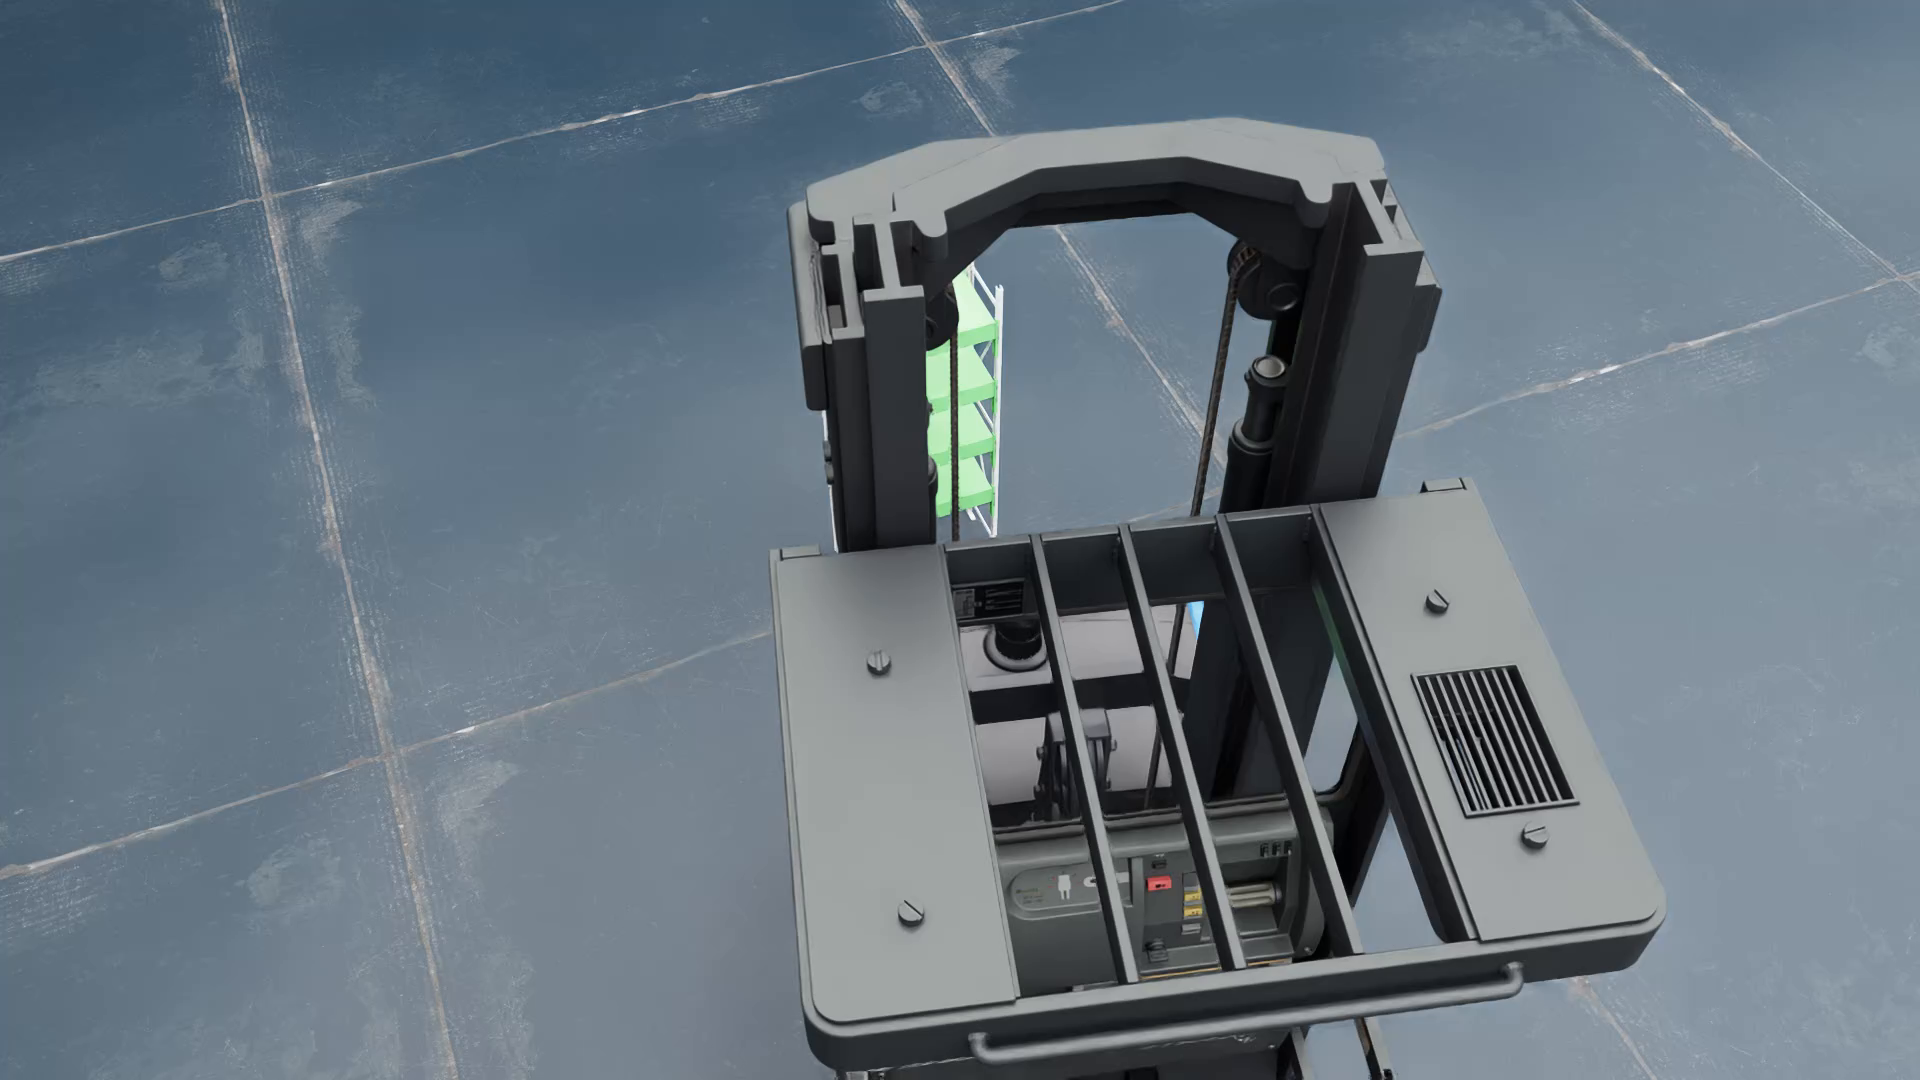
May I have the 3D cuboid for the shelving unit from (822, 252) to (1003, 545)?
[{"bbox_3d":[-0.153,-0.343,5.254,0.503,1.200,0.258,-17,52,-14],"label":"shelving unit"}]

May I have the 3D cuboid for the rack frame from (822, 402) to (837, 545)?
[{"bbox_3d":[-0.379,-0.273,5.194,0.015,1.200,0.240,-17,52,-14],"label":"rack frame"}]

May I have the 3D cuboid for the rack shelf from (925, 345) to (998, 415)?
[{"bbox_3d":[-0.153,-0.458,5.120,0.480,0.148,0.258,-17,52,-14],"label":"rack shelf"}]

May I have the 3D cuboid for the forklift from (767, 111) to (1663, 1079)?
[{"bbox_3d":[0.291,0.844,3.093,1.130,2.935,3.031,-6,50,-5],"label":"forklift"}]

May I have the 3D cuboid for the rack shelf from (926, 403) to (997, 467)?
[{"bbox_3d":[-0.153,-0.302,5.303,0.480,0.148,0.258,-17,52,-14],"label":"rack shelf"}]

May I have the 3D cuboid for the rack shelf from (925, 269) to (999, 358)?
[{"bbox_3d":[-0.153,-0.615,4.938,0.480,0.148,0.258,-17,52,-14],"label":"rack shelf"}]

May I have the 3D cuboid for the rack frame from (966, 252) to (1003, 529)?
[{"bbox_3d":[0.073,-0.413,5.314,0.015,1.200,0.240,-17,52,-14],"label":"rack frame"}]

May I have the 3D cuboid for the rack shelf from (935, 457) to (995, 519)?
[{"bbox_3d":[-0.153,-0.145,5.485,0.480,0.148,0.258,-17,52,-14],"label":"rack shelf"}]
